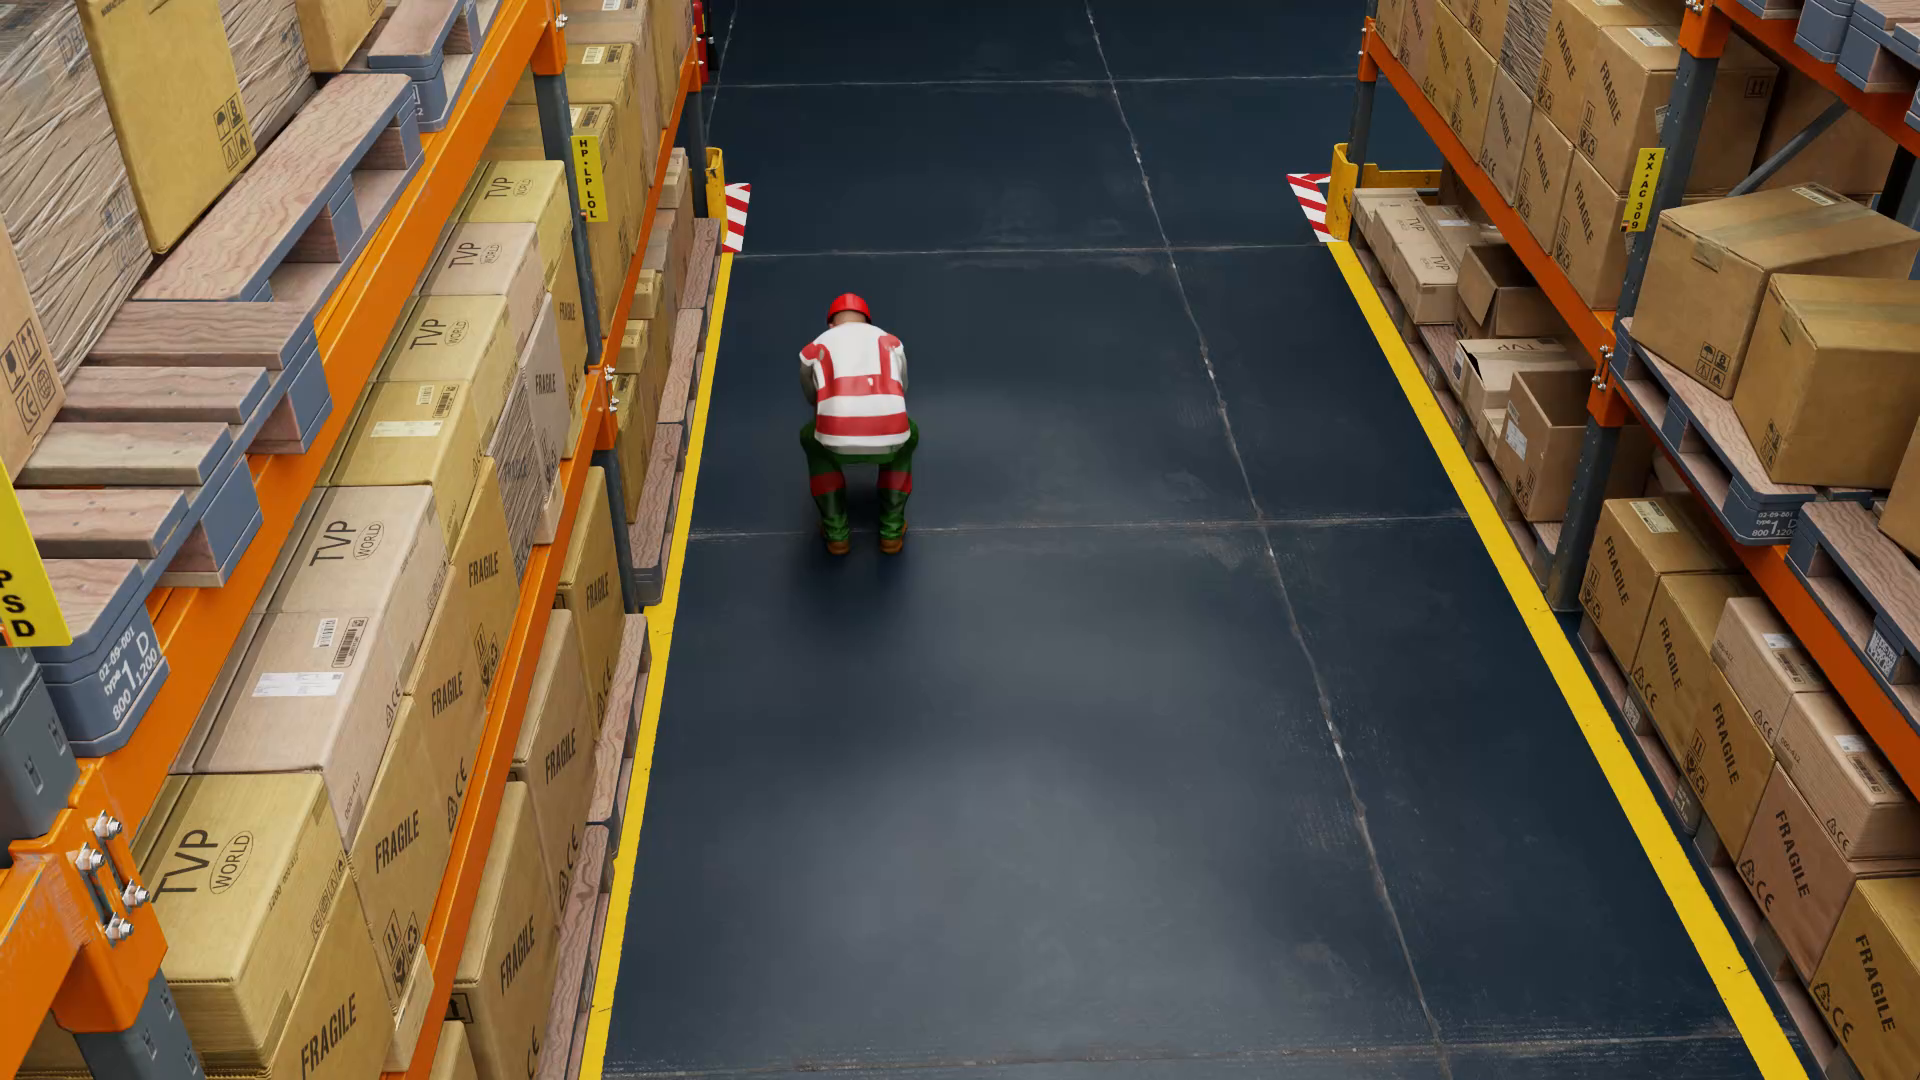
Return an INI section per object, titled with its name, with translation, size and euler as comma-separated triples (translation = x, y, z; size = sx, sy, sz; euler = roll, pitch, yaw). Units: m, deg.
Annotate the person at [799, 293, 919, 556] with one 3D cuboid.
[person]
translation = -0.460, -0.502, 7.544
size = 0.535, 0.987, 0.950
euler = -3, 35, -4
